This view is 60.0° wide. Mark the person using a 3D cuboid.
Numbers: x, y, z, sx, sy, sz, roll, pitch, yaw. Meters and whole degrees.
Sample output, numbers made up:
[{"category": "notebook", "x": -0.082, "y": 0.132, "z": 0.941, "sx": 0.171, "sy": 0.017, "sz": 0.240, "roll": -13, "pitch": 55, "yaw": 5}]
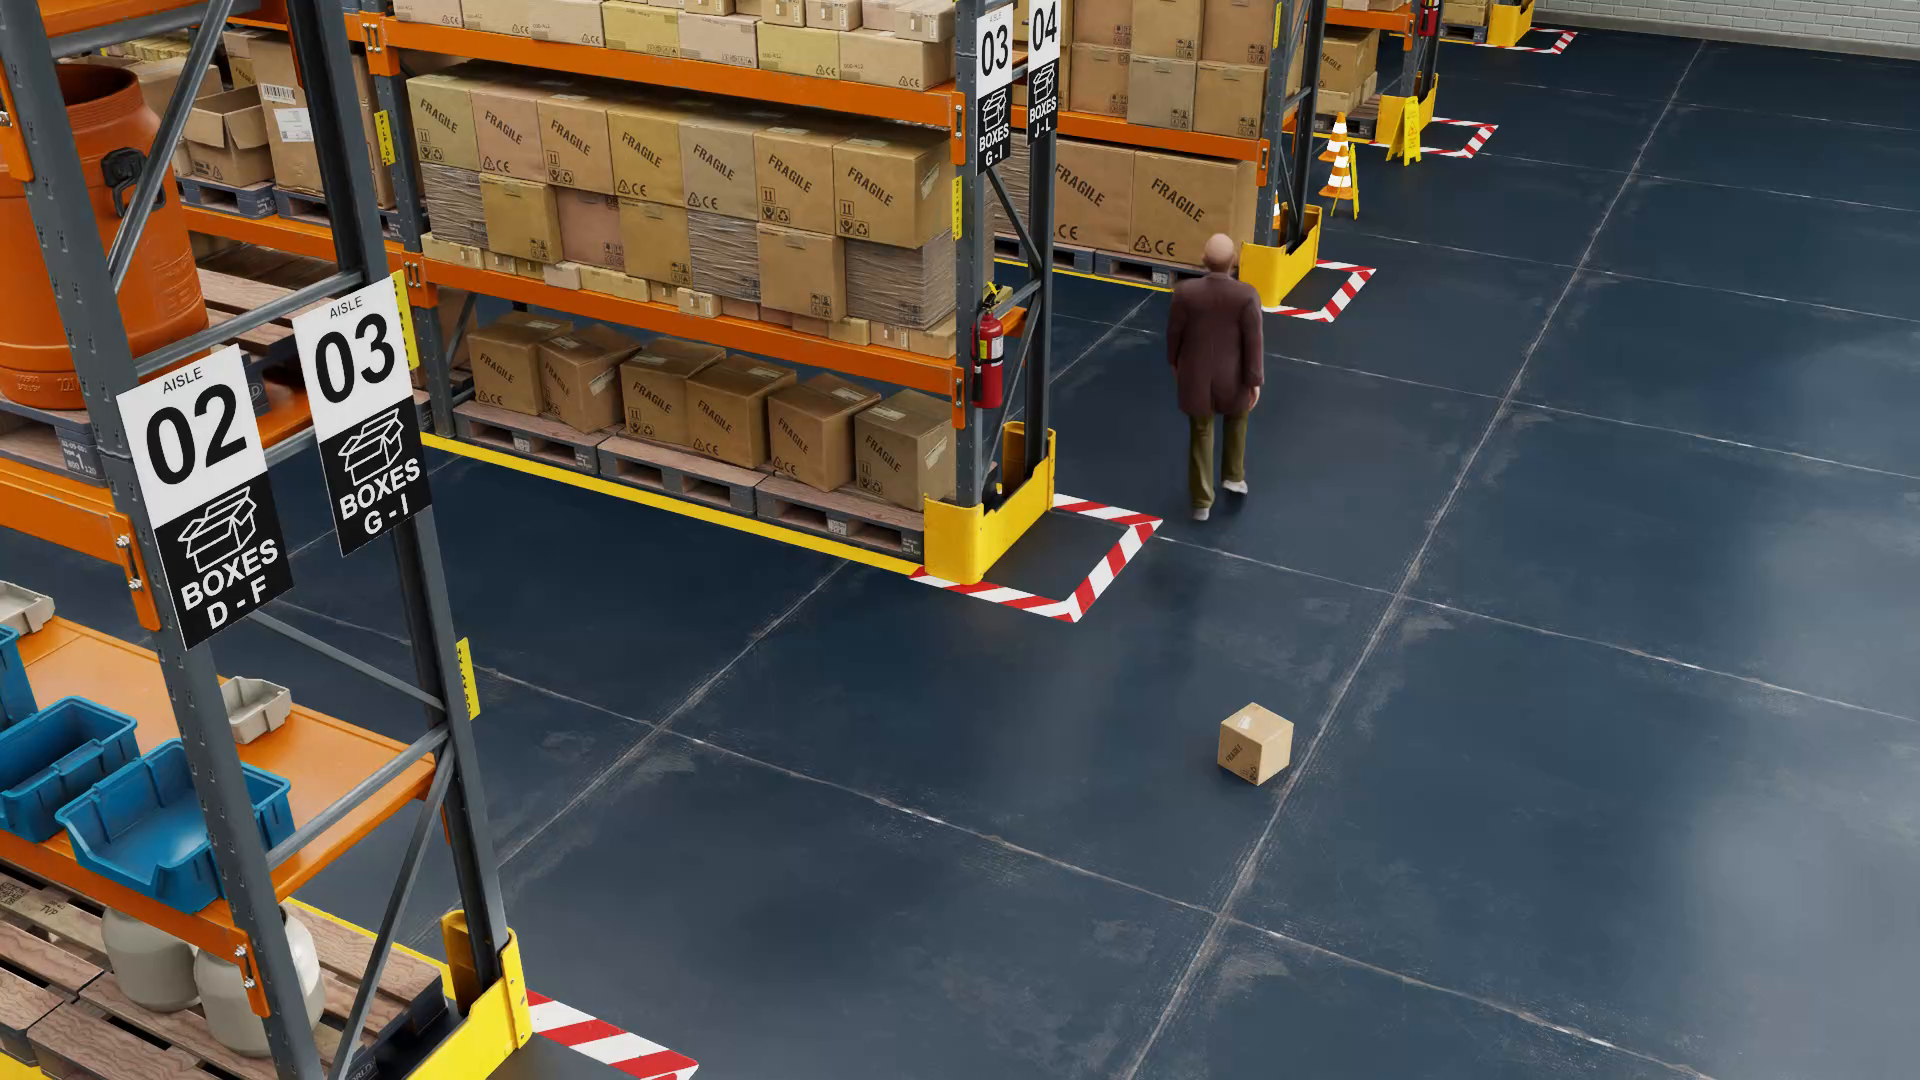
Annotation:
[{"category": "person", "x": 1.546, "y": -1.017, "z": 10.108, "sx": 0.614, "sy": 1.814, "sz": 0.754, "roll": 5, "pitch": 30, "yaw": 10}]
